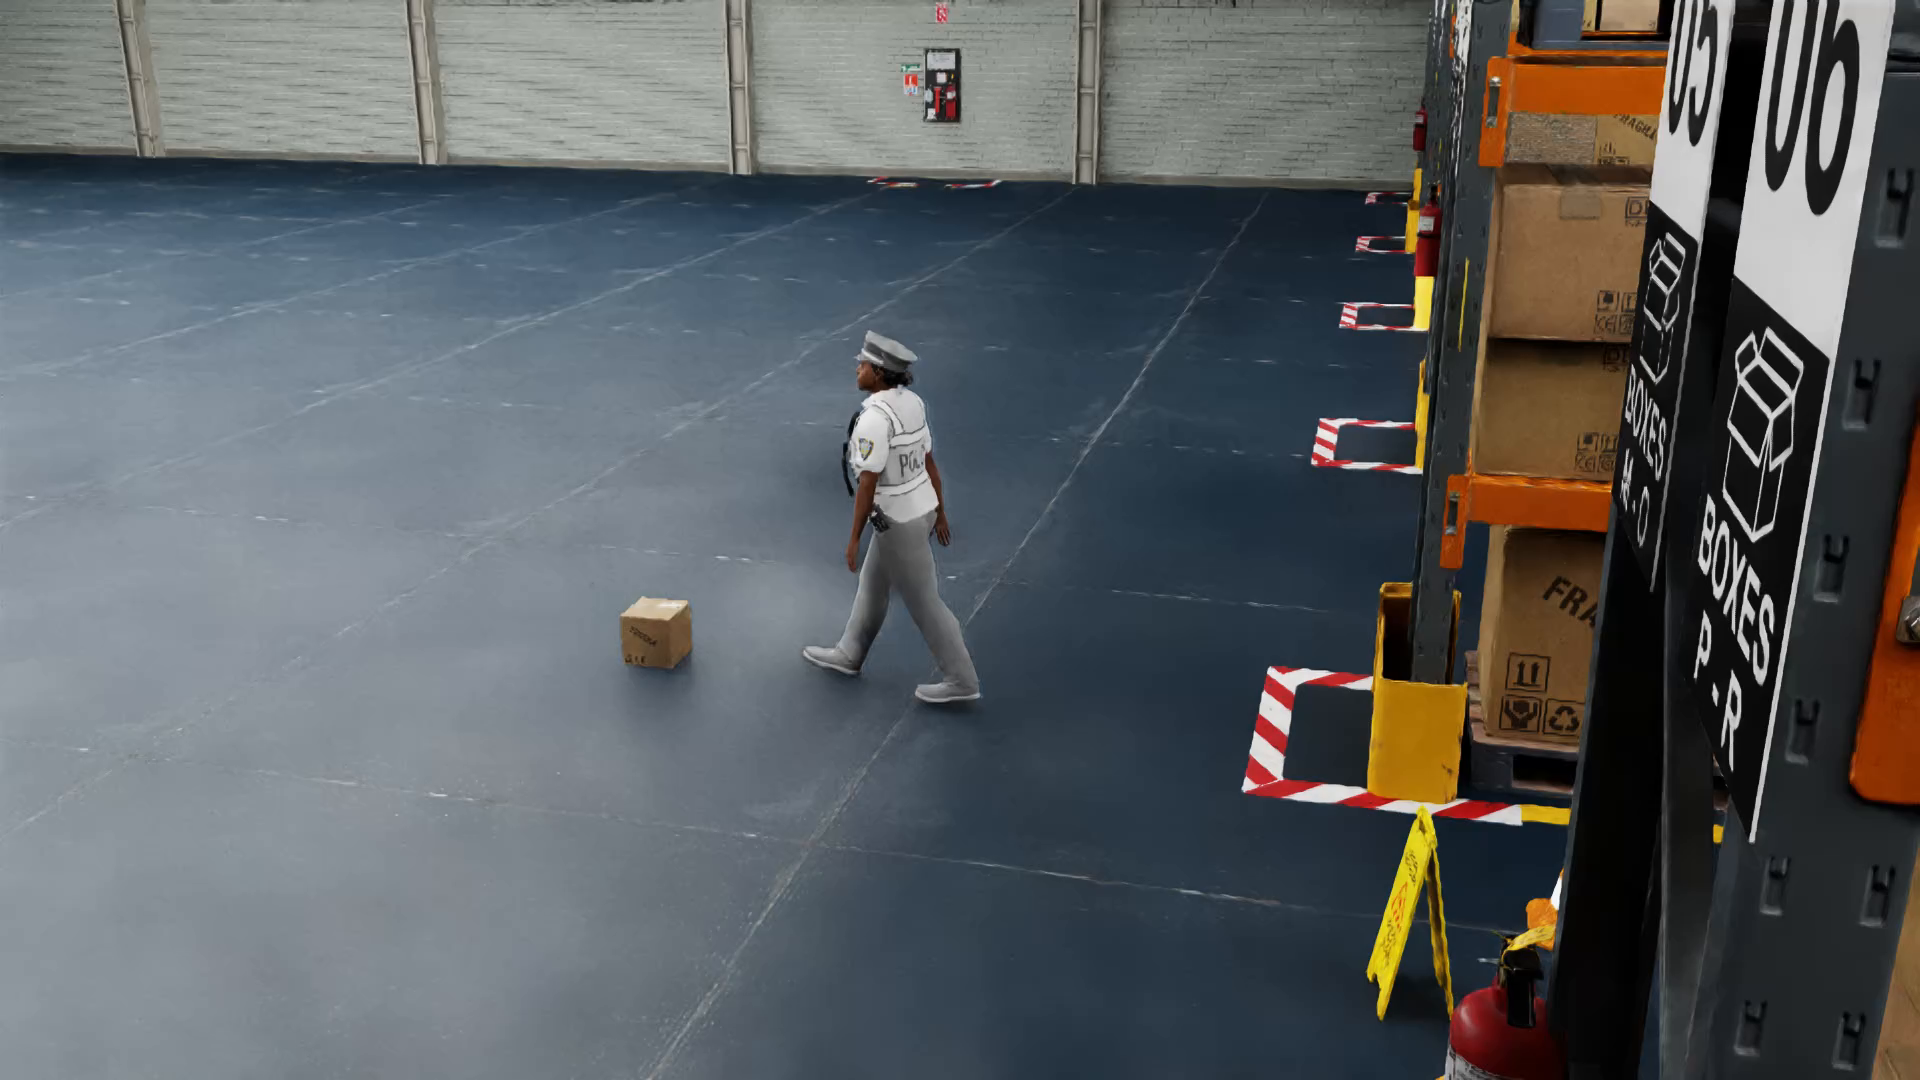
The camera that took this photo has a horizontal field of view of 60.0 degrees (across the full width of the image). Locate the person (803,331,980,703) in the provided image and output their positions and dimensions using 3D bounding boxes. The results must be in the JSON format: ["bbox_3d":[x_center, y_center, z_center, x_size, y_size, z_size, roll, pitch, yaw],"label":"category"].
[{"bbox_3d":[-0.338,-0.105,7.328,0.915,1.636,0.519,7,20,20],"label":"person"}]
